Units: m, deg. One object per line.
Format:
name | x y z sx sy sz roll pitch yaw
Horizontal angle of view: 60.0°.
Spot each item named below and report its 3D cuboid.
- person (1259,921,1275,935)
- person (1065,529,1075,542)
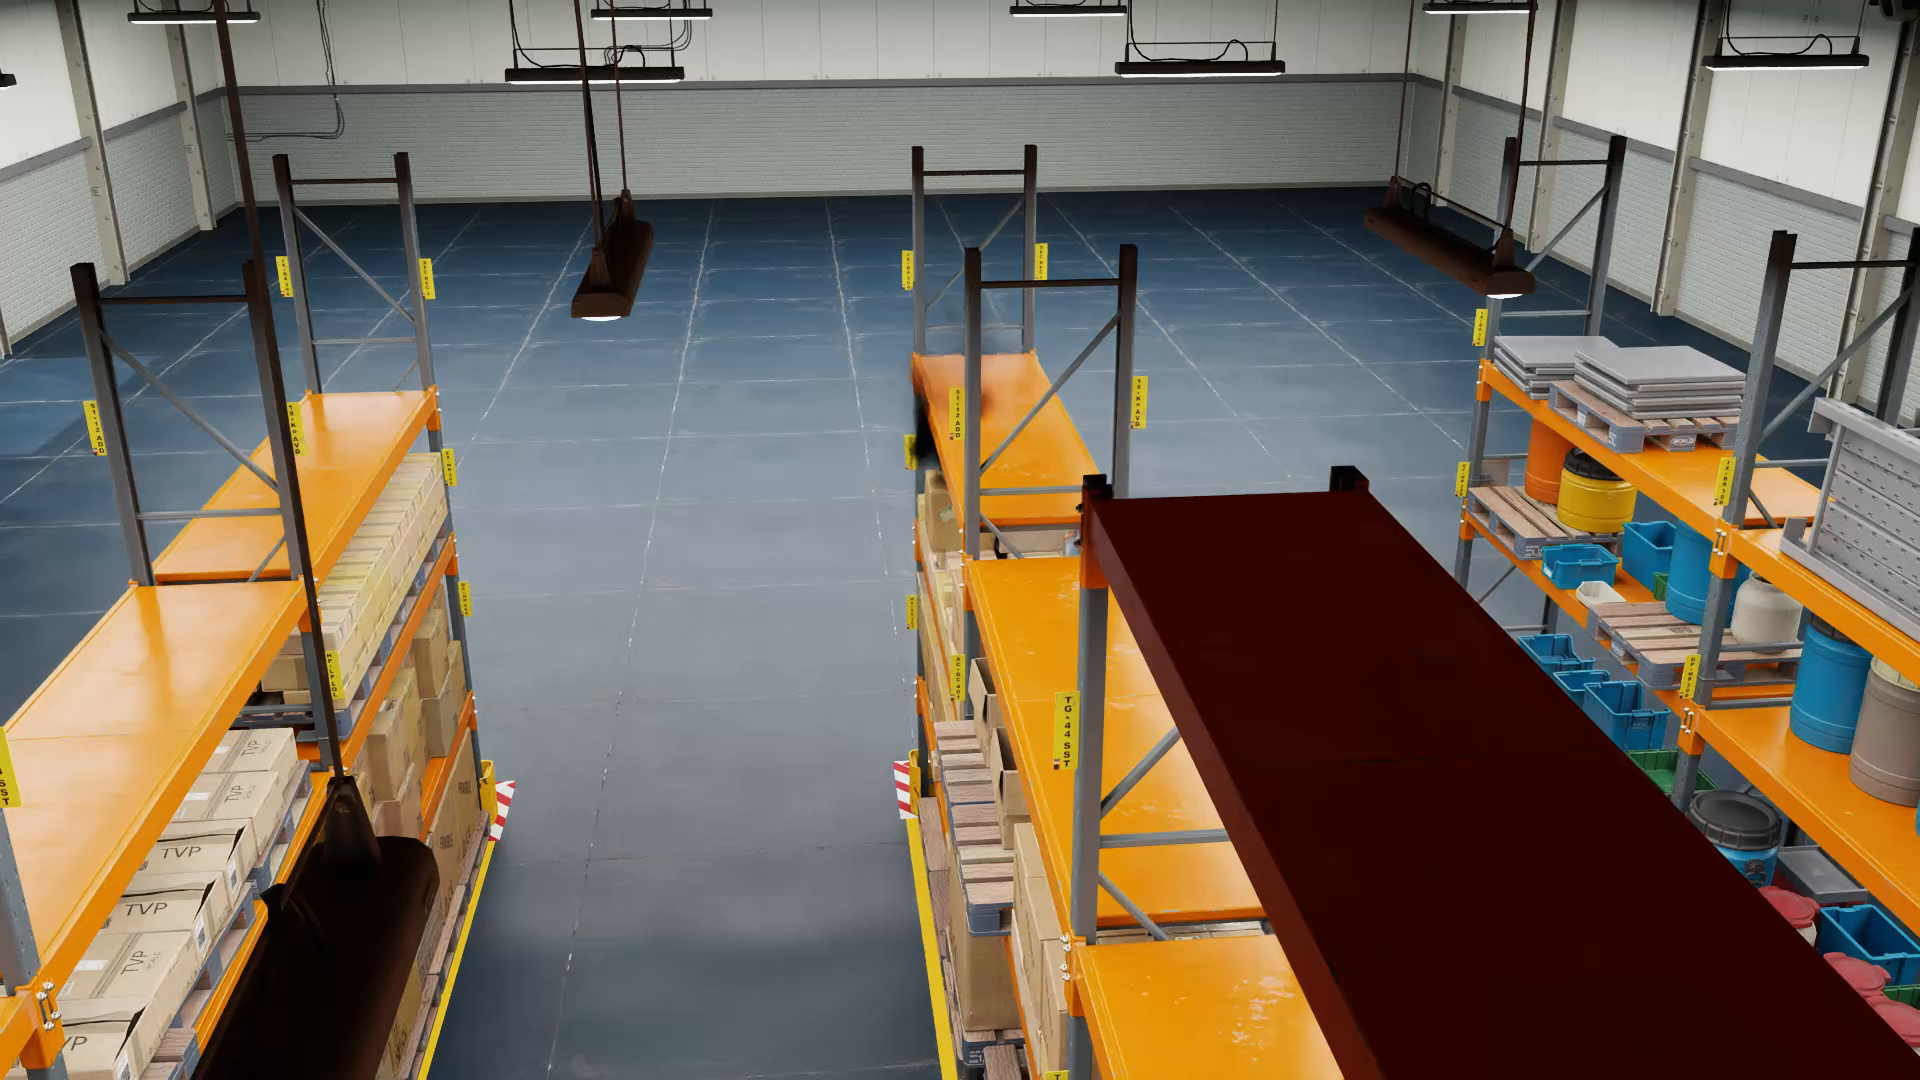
person | 2.427 2.745 12.349 0.651 1.739 0.591 -7 23 -17
person | 1.031 0.257 18.723 0.918 1.645 0.575 9 23 21
